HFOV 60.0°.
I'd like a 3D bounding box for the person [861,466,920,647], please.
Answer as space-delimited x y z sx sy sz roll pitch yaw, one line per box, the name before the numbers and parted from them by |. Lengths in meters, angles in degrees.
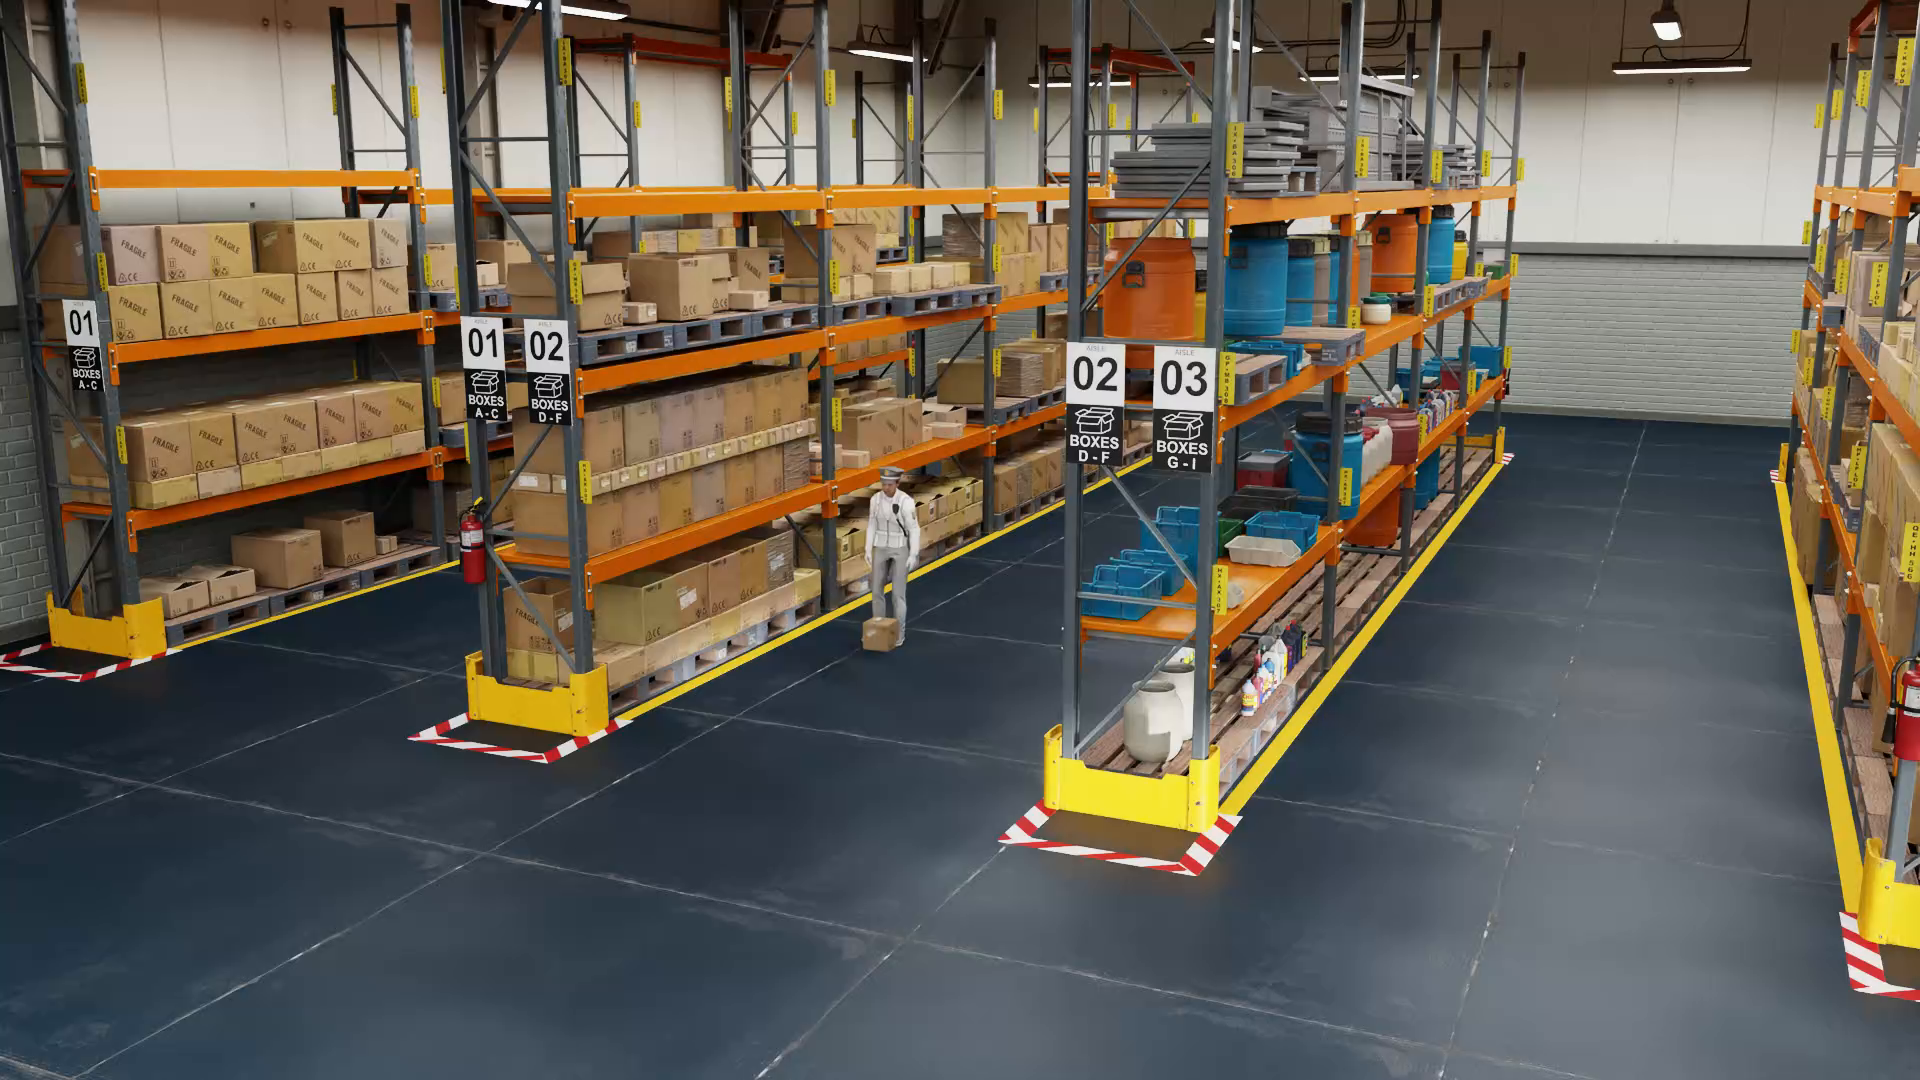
person | -0.640 0.134 15.350 0.532 1.661 0.414 5 13 21
